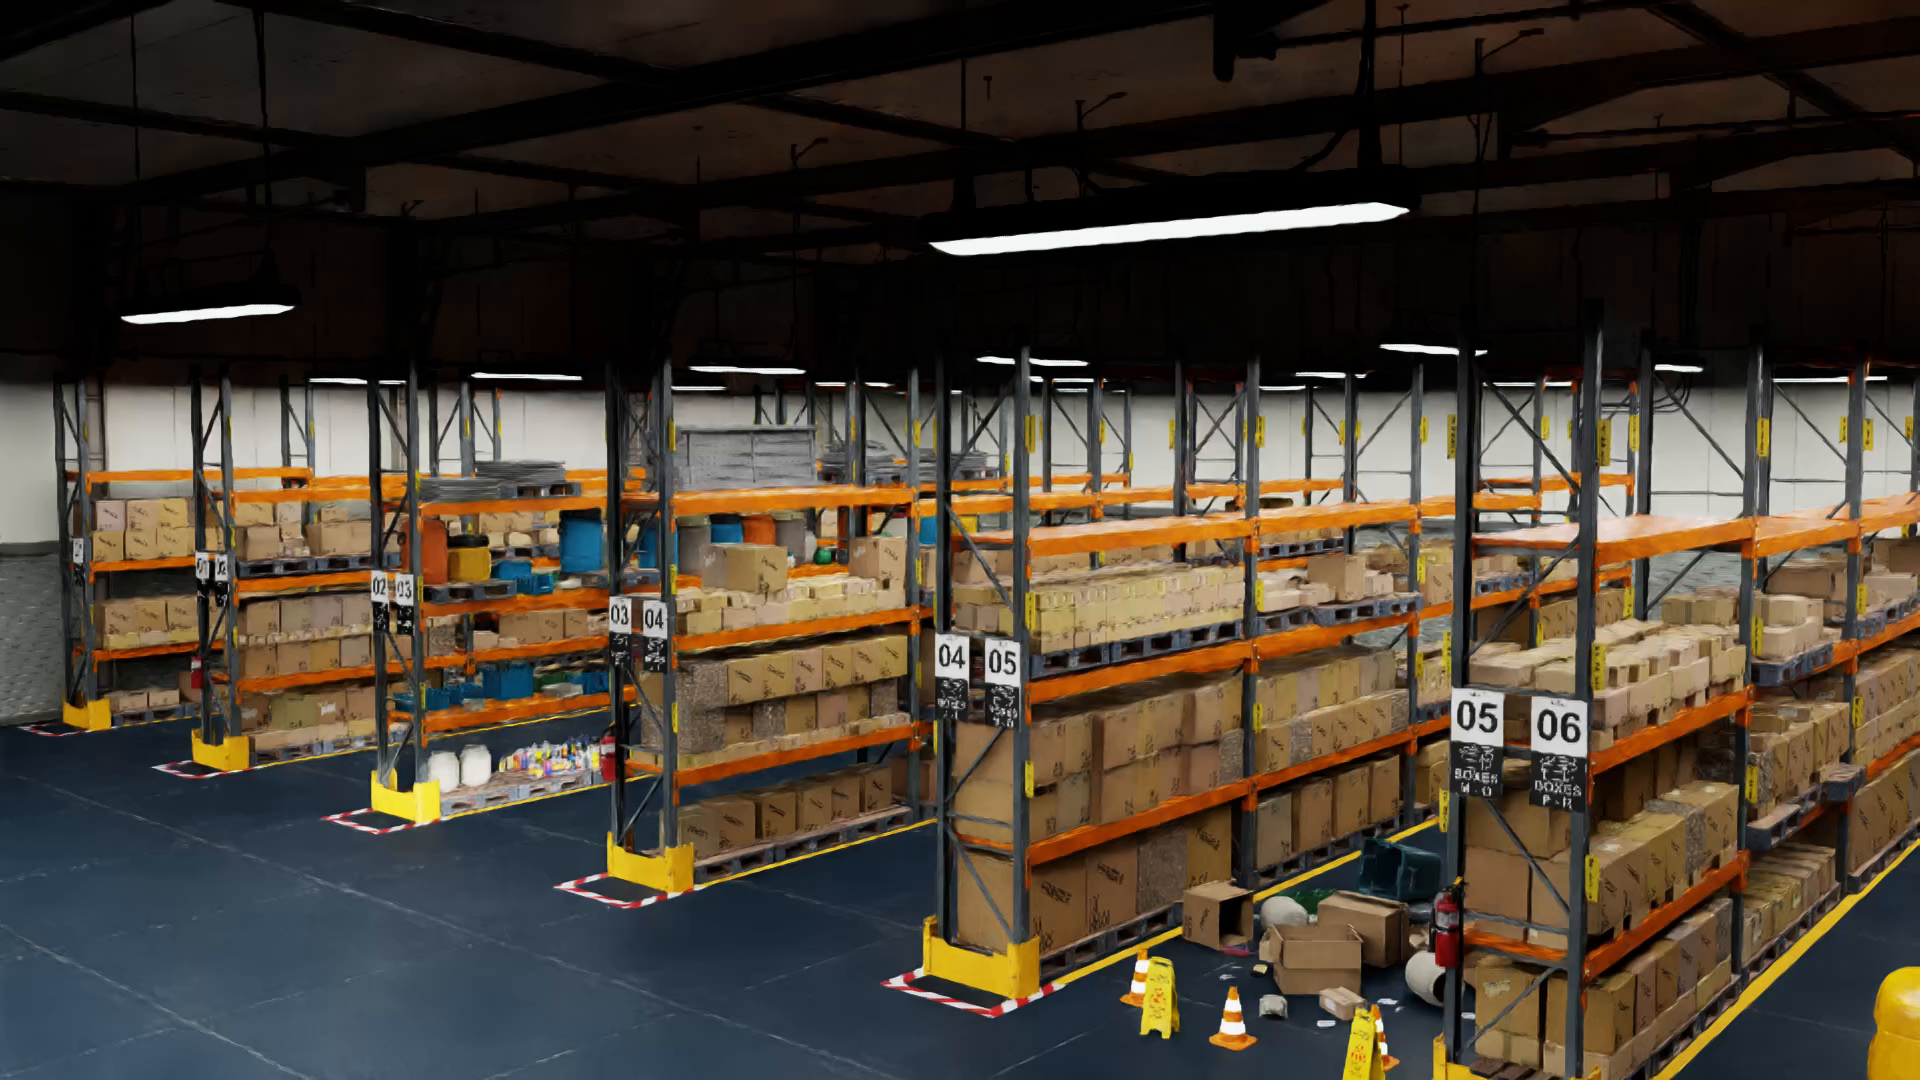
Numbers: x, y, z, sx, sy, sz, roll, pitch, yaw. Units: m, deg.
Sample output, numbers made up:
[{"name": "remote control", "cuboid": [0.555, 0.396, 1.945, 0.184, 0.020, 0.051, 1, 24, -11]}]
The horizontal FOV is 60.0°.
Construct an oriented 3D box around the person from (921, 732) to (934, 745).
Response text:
[{"name": "person", "cuboid": [-0.520, 2.374, 26.536, 0.646, 1.723, 0.586, -2, 4, -20]}]
